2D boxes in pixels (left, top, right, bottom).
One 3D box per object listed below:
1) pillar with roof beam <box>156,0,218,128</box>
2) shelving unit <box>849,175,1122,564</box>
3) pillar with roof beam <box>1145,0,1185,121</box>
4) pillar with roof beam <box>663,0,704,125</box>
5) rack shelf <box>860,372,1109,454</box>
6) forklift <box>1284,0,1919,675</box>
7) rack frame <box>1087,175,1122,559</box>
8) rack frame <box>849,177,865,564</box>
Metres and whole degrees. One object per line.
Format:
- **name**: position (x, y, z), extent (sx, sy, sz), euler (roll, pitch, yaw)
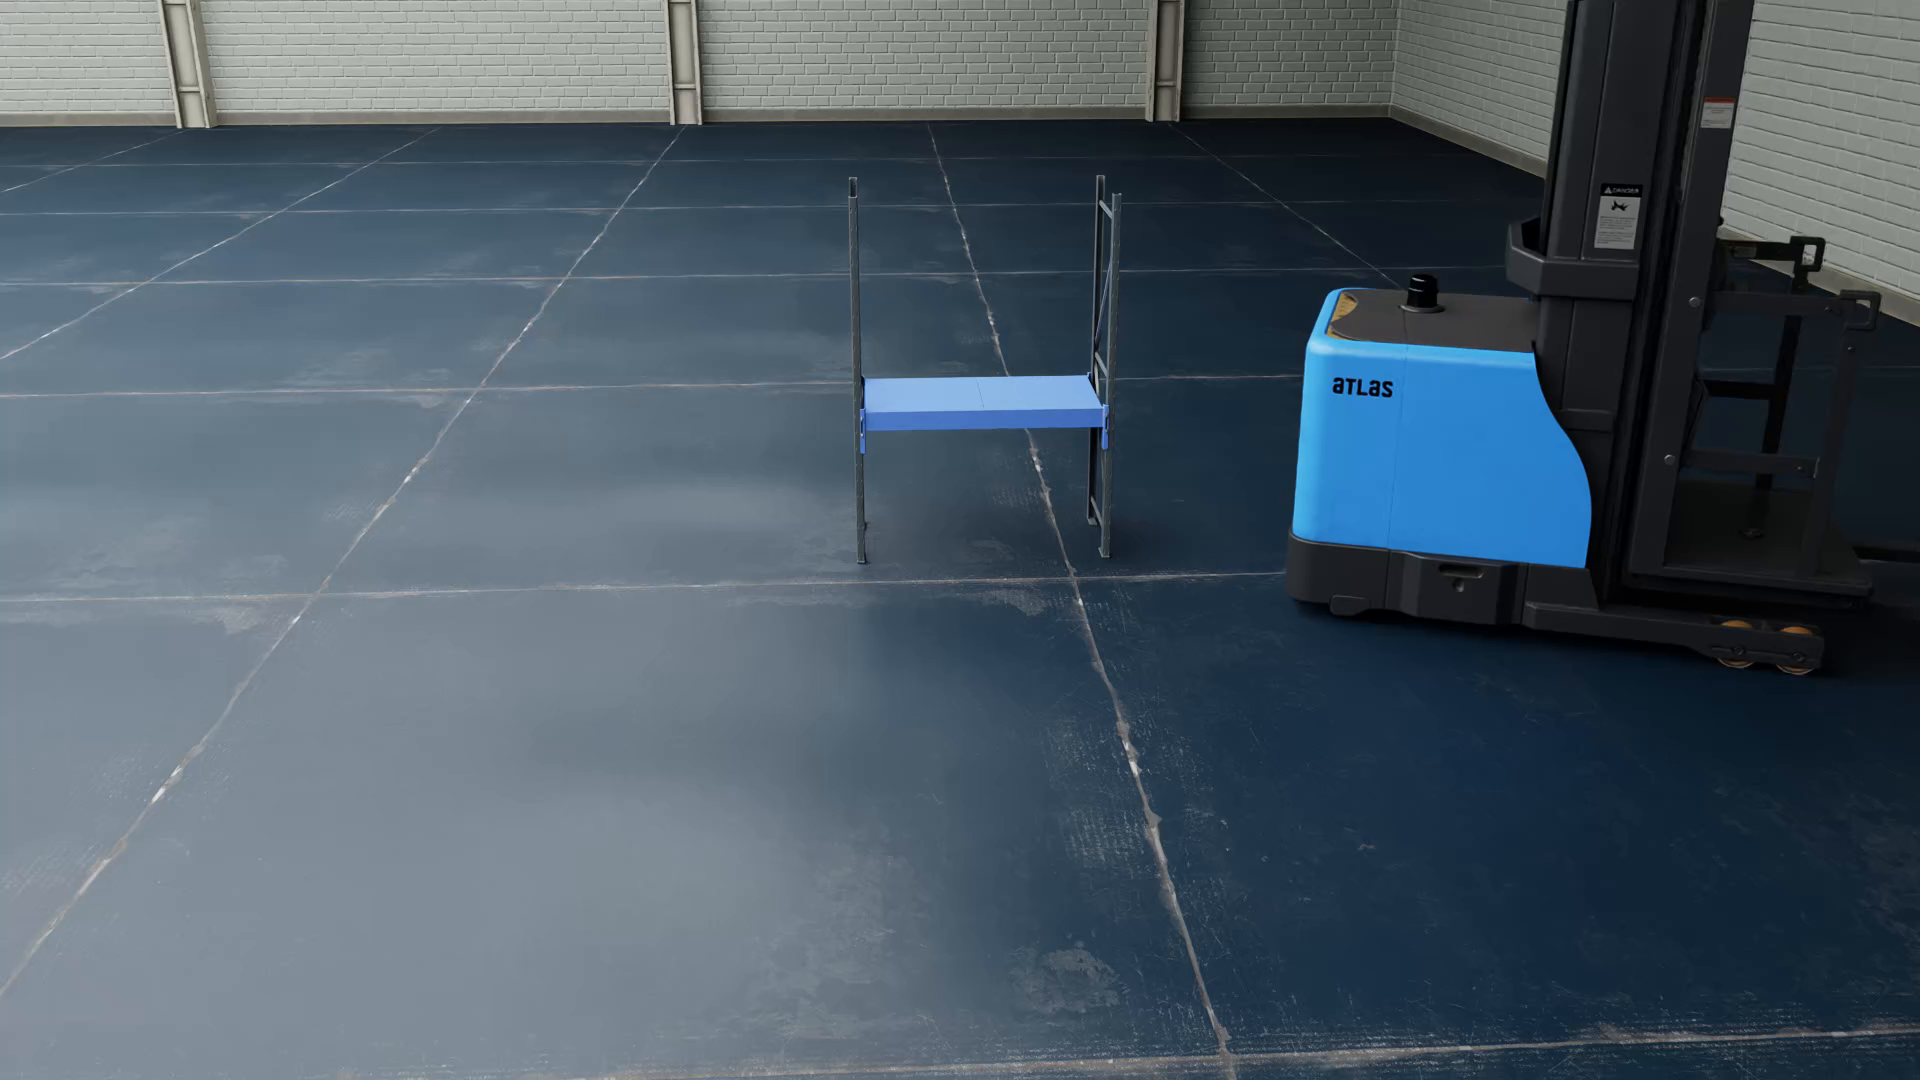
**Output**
- **pillar with roof beam**: position (-9.159, -7.781, 14.911), extent (0.400, 9.000, 9.100), euler (-1, 21, -3)
- **shelving unit**: position (0.085, -0.703, 6.859), extent (1.048, 1.500, 0.538), euler (-1, 21, -3)
- **pillar with roof beam**: position (2.821, -8.025, 15.552), extent (0.400, 9.000, 9.100), euler (-1, 21, -3)
- **pillar with roof beam**: position (-3.169, -7.903, 15.231), extent (0.400, 9.000, 9.100), euler (-1, 21, -3)
- **rack shelf**: position (0.085, -0.535, 6.923), extent (1.000, 0.185, 0.538), euler (-1, 21, -3)
- **forklift**: position (2.826, -1.105, 5.903), extent (3.031, 2.935, 1.130), euler (6, 22, 15)
- **rack frame**: position (0.593, -0.713, 6.886), extent (0.032, 1.500, 0.500), euler (-1, 21, -3)
- **rack frame**: position (-0.422, -0.692, 6.832), extent (0.032, 1.500, 0.500), euler (-1, 21, -3)
